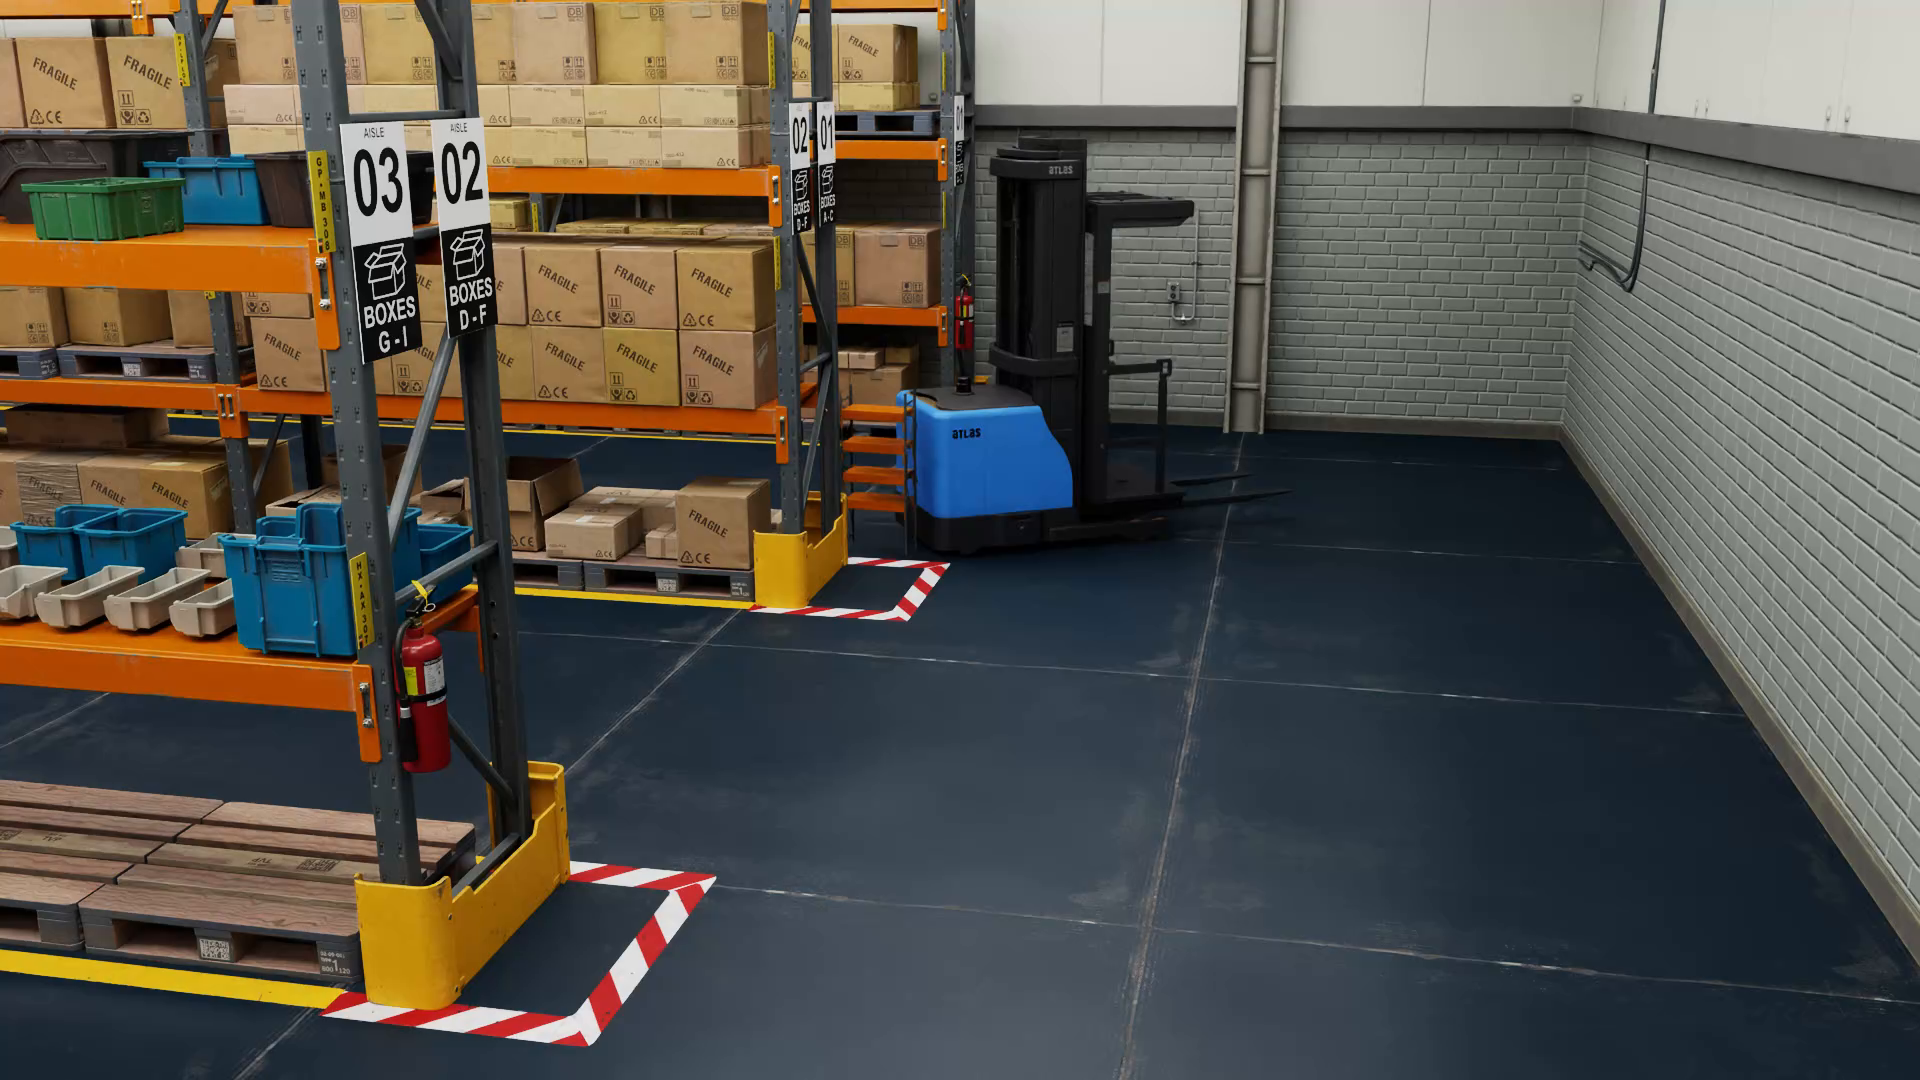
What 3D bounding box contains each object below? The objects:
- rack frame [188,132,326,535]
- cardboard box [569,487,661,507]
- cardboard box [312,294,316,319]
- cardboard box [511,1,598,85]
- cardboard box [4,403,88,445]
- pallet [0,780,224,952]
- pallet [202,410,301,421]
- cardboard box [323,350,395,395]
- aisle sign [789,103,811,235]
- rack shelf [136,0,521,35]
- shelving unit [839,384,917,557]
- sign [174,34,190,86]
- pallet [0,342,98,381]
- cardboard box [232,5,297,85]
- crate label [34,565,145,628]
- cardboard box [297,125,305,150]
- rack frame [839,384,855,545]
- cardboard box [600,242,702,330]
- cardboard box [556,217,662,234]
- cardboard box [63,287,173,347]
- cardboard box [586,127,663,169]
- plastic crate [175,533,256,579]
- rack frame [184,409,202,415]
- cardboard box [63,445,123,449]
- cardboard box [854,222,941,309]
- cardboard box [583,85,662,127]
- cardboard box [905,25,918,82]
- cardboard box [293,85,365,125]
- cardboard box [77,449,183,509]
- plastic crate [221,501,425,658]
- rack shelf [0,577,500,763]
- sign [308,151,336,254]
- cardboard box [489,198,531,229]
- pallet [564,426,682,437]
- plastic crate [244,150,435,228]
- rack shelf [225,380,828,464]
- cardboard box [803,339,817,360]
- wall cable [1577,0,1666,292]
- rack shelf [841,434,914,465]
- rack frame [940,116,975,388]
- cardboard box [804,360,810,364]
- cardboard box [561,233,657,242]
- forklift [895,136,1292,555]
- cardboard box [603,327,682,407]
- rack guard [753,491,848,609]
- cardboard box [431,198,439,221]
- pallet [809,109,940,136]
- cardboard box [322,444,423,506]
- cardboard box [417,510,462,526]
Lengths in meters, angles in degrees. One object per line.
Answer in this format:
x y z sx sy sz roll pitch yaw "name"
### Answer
-4.920 -1.362 11.789 0.127 3.000 1.000 3 16 11 "rack frame"
-2.456 -0.192 11.894 0.500 0.250 0.500 3 16 11 "cardboard box"
-4.008 -1.766 11.187 0.500 0.500 0.500 3 16 9 "cardboard box"
-2.491 -3.195 10.728 0.500 0.500 0.700 3 16 11 "cardboard box"
-6.817 -0.900 12.575 0.500 0.250 0.500 3 16 10 "cardboard box"
-3.983 1.371 7.147 1.213 0.211 1.003 3 16 11 "pallet"
-7.099 -1.465 17.386 1.213 0.211 1.003 3 16 11 "pallet"
-3.972 -1.285 11.325 0.500 0.500 0.500 3 16 12 "cardboard box"
-0.994 -2.318 10.371 0.004 0.787 0.394 3 16 11 "aisle sign"
-5.896 -5.116 16.201 4.000 0.370 1.077 3 16 11 "rack shelf"
-0.591 -0.502 12.058 0.503 1.200 0.258 5 16 16 "shelving unit"
-5.027 -3.101 10.742 0.005 0.325 0.100 3 16 11 "sign"
-6.933 -1.380 12.214 1.213 0.211 1.003 3 16 11 "pallet"
-4.436 -3.321 11.184 0.500 0.500 0.700 3 16 11 "cardboard box"
-3.385 0.221 6.456 0.243 0.136 0.396 3 16 11 "crate label"
-4.003 -2.617 10.982 0.500 0.250 0.500 3 16 11 "cardboard box"
-0.825 -0.521 12.124 0.015 1.200 0.240 5 16 16 "rack frame"
-1.986 -1.657 10.796 0.500 0.500 0.500 4 16 13 "cardboard box"
-3.408 -2.769 16.308 0.700 0.700 0.980 3 16 12 "cardboard box"
-6.026 -1.716 12.094 0.500 0.500 0.700 6 16 20 "cardboard box"
-2.044 -2.510 10.597 0.500 0.250 0.500 3 16 11 "cardboard box"
-3.130 0.071 6.999 0.298 0.136 0.250 3 16 11 "plastic crate"
-7.856 -2.871 17.236 0.127 3.000 1.000 3 16 11 "rack frame"
-6.358 -0.513 12.582 0.500 0.500 0.500 3 16 12 "cardboard box"
-0.518 -2.614 15.748 0.700 0.700 0.980 4 16 14 "cardboard box"
-2.044 -2.750 10.527 0.500 0.250 0.500 3 16 11 "cardboard box"
-0.684 -4.532 15.518 0.500 0.500 0.500 2 16 9 "cardboard box"
-4.002 -2.859 10.920 0.500 0.250 0.500 3 16 11 "cardboard box"
-5.943 -0.349 11.991 0.500 0.500 0.500 3 16 11 "cardboard box"
-2.356 0.132 6.219 0.499 0.435 0.616 3 16 11 "plastic crate"
-3.951 0.387 6.824 4.000 0.370 1.077 3 16 11 "rack shelf"
-2.084 -1.104 5.435 0.005 0.325 0.100 3 16 11 "sign"
-4.445 -3.178 16.160 0.500 0.250 0.500 4 16 12 "cardboard box"
-3.207 -1.253 16.620 1.213 0.211 1.003 3 16 11 "pallet"
-2.313 -1.329 6.298 0.590 0.269 0.497 3 16 11 "plastic crate"
-2.960 -0.909 11.501 4.000 0.370 1.077 3 16 11 "rack shelf"
-1.551 -1.866 16.289 0.250 0.149 0.380 3 16 12 "cardboard box"
5.455 -3.445 13.890 0.112 2.526 3.097 3 16 11 "wall cable"
-0.591 -0.653 12.016 0.480 0.148 0.258 5 16 16 "rack shelf"
-0.017 -2.445 15.700 0.127 3.000 1.000 3 16 11 "rack frame"
-1.706 -1.507 16.209 0.500 0.500 0.700 3 16 9 "cardboard box"
-2.385 -1.825 11.402 0.500 0.500 0.500 3 16 12 "cardboard box"
1.074 -1.526 12.511 3.031 2.935 1.130 -6 16 -20 "forklift"
-2.002 -1.176 10.933 0.500 0.500 0.500 3 16 12 "cardboard box"
-1.074 0.052 11.369 0.348 0.500 1.175 3 16 11 "rack guard"
-4.944 -3.208 16.268 0.500 0.250 0.500 3 16 12 "cardboard box"
-0.746 -3.885 15.444 1.213 0.211 1.003 3 16 11 "pallet"
-4.305 -0.413 12.223 0.500 0.500 0.500 3 16 11 "cardboard box"
-3.702 -0.086 11.667 0.250 0.166 0.380 3 16 11 "cardboard box"
